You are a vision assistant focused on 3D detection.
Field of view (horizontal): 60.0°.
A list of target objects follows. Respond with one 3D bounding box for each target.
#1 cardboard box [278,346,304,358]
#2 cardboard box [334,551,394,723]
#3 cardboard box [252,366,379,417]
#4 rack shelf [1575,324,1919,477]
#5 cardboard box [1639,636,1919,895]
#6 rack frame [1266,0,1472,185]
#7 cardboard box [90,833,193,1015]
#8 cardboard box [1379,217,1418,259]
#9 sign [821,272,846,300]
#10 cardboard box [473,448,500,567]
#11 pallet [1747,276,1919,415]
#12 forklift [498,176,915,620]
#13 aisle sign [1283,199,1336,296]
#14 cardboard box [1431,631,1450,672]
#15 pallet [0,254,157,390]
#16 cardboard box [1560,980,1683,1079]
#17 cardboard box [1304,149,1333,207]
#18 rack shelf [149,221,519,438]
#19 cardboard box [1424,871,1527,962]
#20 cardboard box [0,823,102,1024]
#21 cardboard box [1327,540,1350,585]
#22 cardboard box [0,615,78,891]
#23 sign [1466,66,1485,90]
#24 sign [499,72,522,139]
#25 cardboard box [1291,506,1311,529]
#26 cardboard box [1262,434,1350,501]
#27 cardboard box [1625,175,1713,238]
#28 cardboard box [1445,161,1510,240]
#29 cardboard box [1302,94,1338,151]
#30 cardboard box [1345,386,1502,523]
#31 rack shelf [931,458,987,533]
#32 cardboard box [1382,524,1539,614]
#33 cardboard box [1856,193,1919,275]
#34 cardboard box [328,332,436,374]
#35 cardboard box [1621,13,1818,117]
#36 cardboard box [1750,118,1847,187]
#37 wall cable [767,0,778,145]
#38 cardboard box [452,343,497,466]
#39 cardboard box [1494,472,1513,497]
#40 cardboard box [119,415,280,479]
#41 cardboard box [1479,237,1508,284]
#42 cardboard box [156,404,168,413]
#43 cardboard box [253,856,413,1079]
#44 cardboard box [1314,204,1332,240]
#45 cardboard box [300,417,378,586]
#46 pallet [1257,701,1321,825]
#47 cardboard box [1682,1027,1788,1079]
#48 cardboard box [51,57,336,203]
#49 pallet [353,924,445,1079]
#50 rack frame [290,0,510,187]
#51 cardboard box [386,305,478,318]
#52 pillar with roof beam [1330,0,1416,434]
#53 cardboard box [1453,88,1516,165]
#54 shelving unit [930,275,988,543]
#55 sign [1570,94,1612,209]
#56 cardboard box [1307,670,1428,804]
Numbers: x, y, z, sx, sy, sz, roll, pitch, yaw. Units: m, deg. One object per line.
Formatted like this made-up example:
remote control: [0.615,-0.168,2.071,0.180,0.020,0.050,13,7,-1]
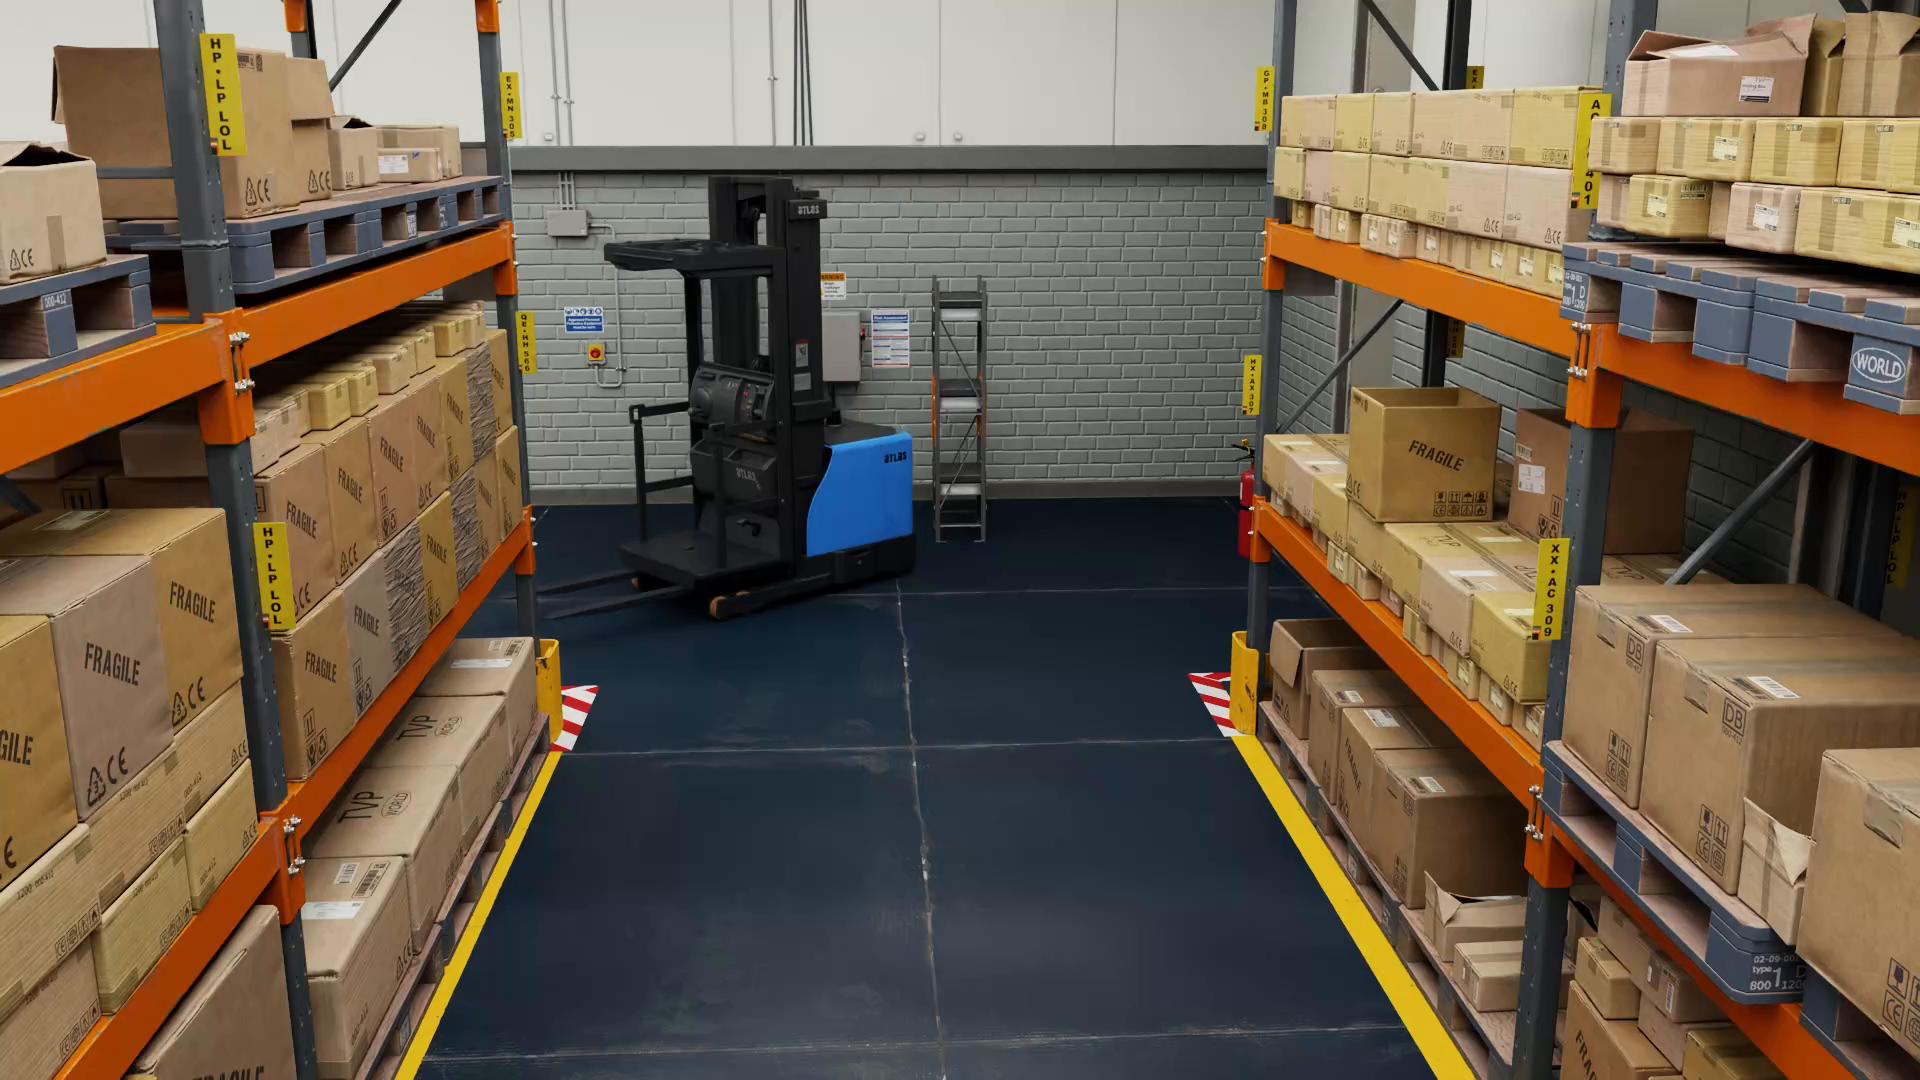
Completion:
cardboard box: [-3.010,-0.785,7.050,0.380,0.149,0.250,-1,14,-3]
cardboard box: [-2.369,0.346,5.960,0.500,0.500,0.500,-1,14,-3]
cardboard box: [-2.366,-0.544,6.113,0.380,0.149,0.250,-1,14,-5]
rack shelf: [2.504,-0.044,3.100,1.077,0.370,4.000,-1,14,-3]
cardboard box: [2.219,0.564,4.271,0.700,0.500,0.500,-1,14,-3]
rack frame: [2.132,-3.337,8.437,1.000,3.000,0.127,-1,14,-3]
cardboard box: [-2.264,0.948,4.124,0.500,0.250,0.500,-1,14,-4]
cardboard box: [1.938,-1.235,6.791,0.380,0.149,0.250,-1,14,-2]
sign: [-1.157,-2.203,14.411,0.339,0.242,0.001,-1,14,-3]
cardboard box: [-2.512,-0.162,7.934,0.500,0.500,0.500,-1,14,-5]
pallet: [2.418,-0.377,3.331,1.213,0.211,1.003,-1,14,-3]
forklift: [-1.762,-1.014,11.587,3.031,2.935,1.130,-13,19,-41]
aisle sign: [1.835,-1.703,8.909,0.394,0.787,0.004,-1,14,-3]
cardboard box: [2.041,0.415,6.397,0.380,0.149,0.250,-1,14,-2]
pallet: [-2.468,-0.492,3.783,0.805,0.209,1.217,-1,15,-6]
cardboard box: [2.185,1.694,5.096,0.500,0.500,0.500,0,14,-1]
cardboard box: [1.939,-1.715,7.857,0.500,0.250,0.500,-1,14,-2]
rack shelf: [-2.698,-0.961,6.665,1.077,0.370,4.000,-1,14,-3]
cardboard box: [2.030,1.461,6.472,0.396,0.266,0.258,0,14,-1]
cardboard box: [-2.228,0.830,3.578,0.500,0.250,0.500,-1,14,-2]
cardboard box: [1.909,0.097,7.633,0.380,0.149,0.250,-1,14,-5]
cardboard box: [-2.244,0.470,3.472,0.500,0.500,0.500,0,14,-2]
sign: [2.687,-2.317,8.714,0.100,0.325,0.005,-1,14,-3]
sign: [-2.279,-2.202,8.428,0.100,0.325,0.005,-1,14,-3]
cardboard box: [1.941,-0.161,8.638,0.380,0.149,0.250,-1,14,-2]
cardboard box: [1.891,-0.386,8.711,0.500,0.250,0.500,-1,14,-3]
cardboard box: [1.983,-0.874,4.346,0.380,0.149,0.250,-1,14,-3]
cardboard box: [2.057,-1.206,5.879,0.500,0.250,0.500,-1,14,-5]
cardboard box: [1.922,-1.957,7.793,0.500,0.250,0.500,-1,14,-4]
cardboard box: [1.985,-0.376,7.168,0.500,0.500,0.500,-1,14,-2]
rack shelf: [-0.010,-0.367,13.603,0.431,0.518,0.480,-1,14,-3]
cardboard box: [2.041,0.120,6.743,0.500,0.250,0.500,-1,14,-4]
cardboard box: [2.074,-0.622,3.365,0.380,0.149,0.250,-1,14,-2]
cardboard box: [-2.466,-0.798,7.100,0.380,0.149,0.250,-1,14,-2]
cardboard box: [2.050,-1.284,4.510,0.396,0.266,0.258,-1,14,-4]
cardboard box: [2.064,-0.890,3.810,0.380,0.149,0.250,-1,14,-4]
wall cable: [-2.705,-4.681,13.659,2.355,3.000,0.029,-1,14,-3]
cardboard box: [-2.493,-0.641,7.791,0.500,0.500,0.500,-1,14,-3]
cardboard box: [2.482,-0.141,7.760,0.500,0.250,0.500,0,14,-2]
cardboard box: [-2.335,-0.289,5.119,0.380,0.149,0.250,-1,14,-4]
cardboard box: [2.043,-0.981,5.802,0.380,0.149,0.250,0,14,-2]
cardboard box: [-2.824,-0.407,5.580,0.380,0.149,0.250,-1,14,-3]
cardboard box: [-2.506,1.520,5.897,0.875,0.438,0.875,-1,14,-4]
cardboard box: [1.874,-1.487,7.772,0.380,0.149,0.250,-1,14,-2]
cardboard box: [-2.387,-0.140,5.843,0.500,0.500,0.500,-1,14,-4]
pallet: [2.187,1.136,8.688,1.003,0.211,1.213,-1,14,-3]
cardboard box: [2.258,1.481,4.623,0.380,0.149,0.250,-2,15,-6]
cardboard box: [-2.690,-1.449,5.867,0.797,0.503,0.637,0,14,1]
pallet: [-2.543,1.801,6.103,1.003,0.211,1.213,-1,14,-3]
rack frame: [-2.822,-3.259,8.135,1.000,3.000,0.127,-1,14,-3]
cardboard box: [-2.560,-1.052,8.086,0.380,0.149,0.250,-1,14,-2]
pillar with roof beam: [-1.432,-3.955,10.839,9.100,9.000,0.400,-1,14,-3]
cardboard box: [2.068,-1.451,5.827,0.500,0.250,0.500,-1,14,-4]
shelving unit: [-0.010,-1.058,13.425,0.431,2.100,0.503,-1,14,-3]
sign: [1.839,-1.130,4.840,0.100,0.325,0.005,-1,14,-3]
cardboard box: [2.090,0.942,8.018,0.700,0.500,0.500,0,14,-1]
